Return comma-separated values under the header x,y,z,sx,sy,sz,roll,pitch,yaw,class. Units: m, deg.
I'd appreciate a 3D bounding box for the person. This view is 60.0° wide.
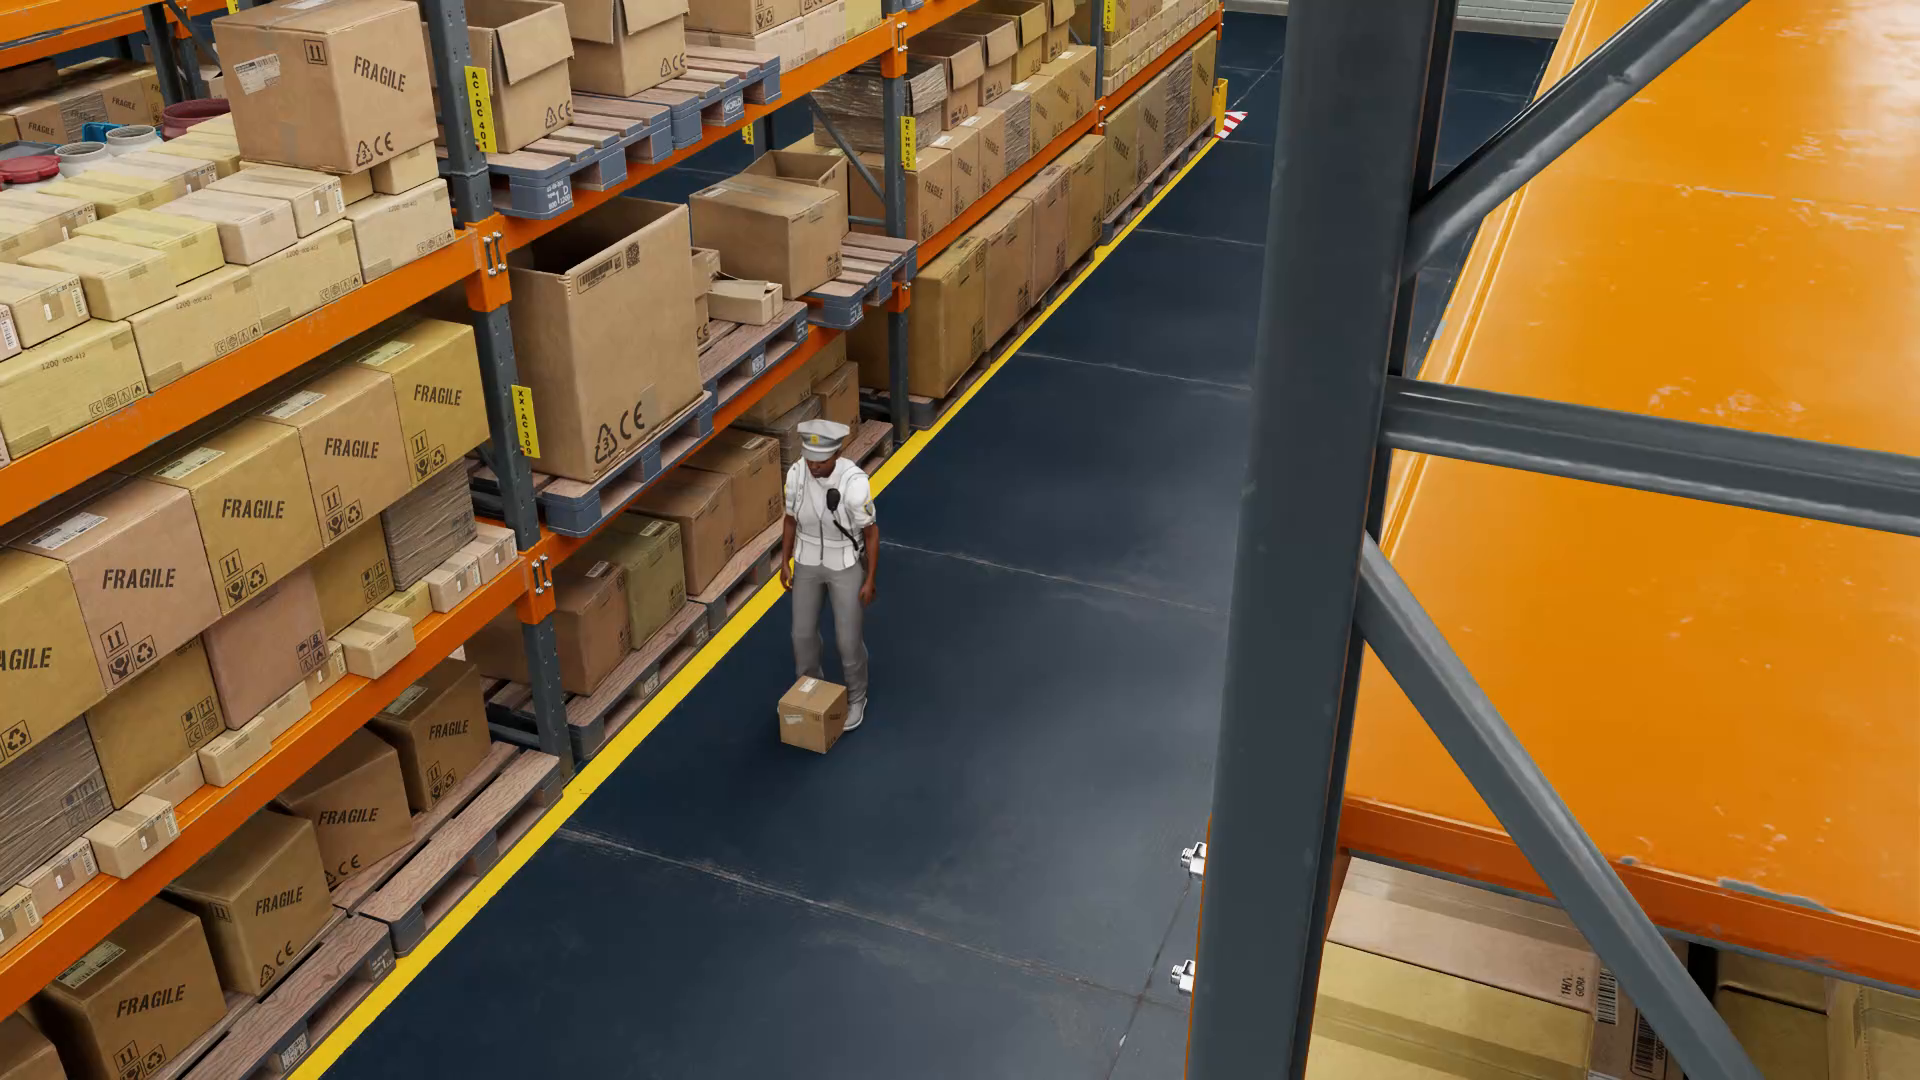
x,y,z,sx,sy,sz,roll,pitch,yaw,class
-0.666,0.169,8.098,0.520,1.657,0.324,11,32,18,person
